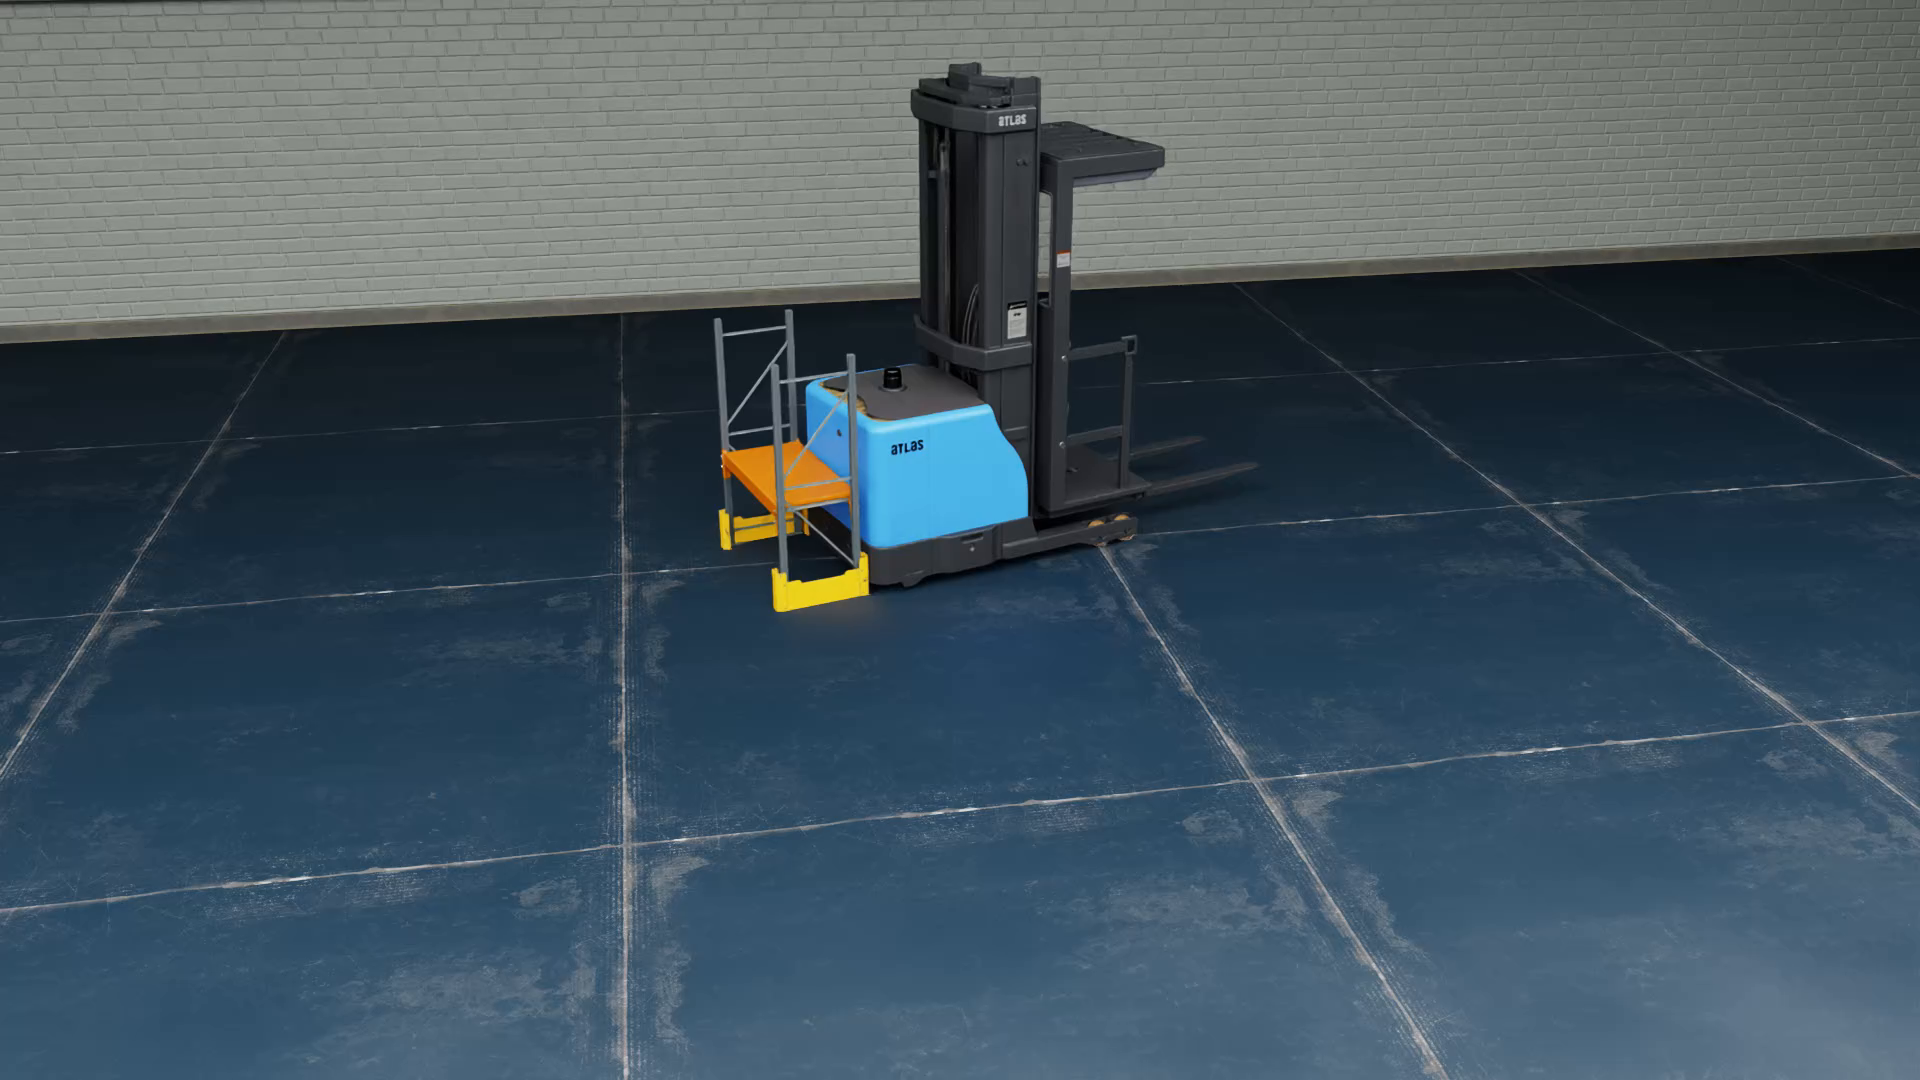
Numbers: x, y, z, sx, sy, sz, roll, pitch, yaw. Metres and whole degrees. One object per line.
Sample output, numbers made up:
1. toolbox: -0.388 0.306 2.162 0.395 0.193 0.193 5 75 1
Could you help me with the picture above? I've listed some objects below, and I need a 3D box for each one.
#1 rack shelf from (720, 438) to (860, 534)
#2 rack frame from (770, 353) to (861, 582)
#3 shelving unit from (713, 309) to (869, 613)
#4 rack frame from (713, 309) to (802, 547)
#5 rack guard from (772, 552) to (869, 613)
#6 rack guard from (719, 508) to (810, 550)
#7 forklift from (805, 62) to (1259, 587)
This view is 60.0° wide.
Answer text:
1. rack shelf: -1.043 -0.342 10.108 0.538 0.185 1.000 -11 26 -23
2. rack frame: -0.824 -0.323 9.615 0.500 1.500 0.032 -11 26 -23
3. shelving unit: -1.039 -0.503 10.028 0.587 1.500 1.083 -11 26 -23
4. rack frame: -1.262 -0.690 10.456 0.500 1.500 0.032 -11 26 -23
5. rack guard: -0.825 0.249 9.867 0.587 0.250 0.087 -11 26 -23
6. rack guard: -1.254 -0.110 10.690 0.587 0.250 0.087 -11 26 -23
7. forklift: 0.565 -1.470 10.453 3.031 2.935 1.130 -13 27 -27
